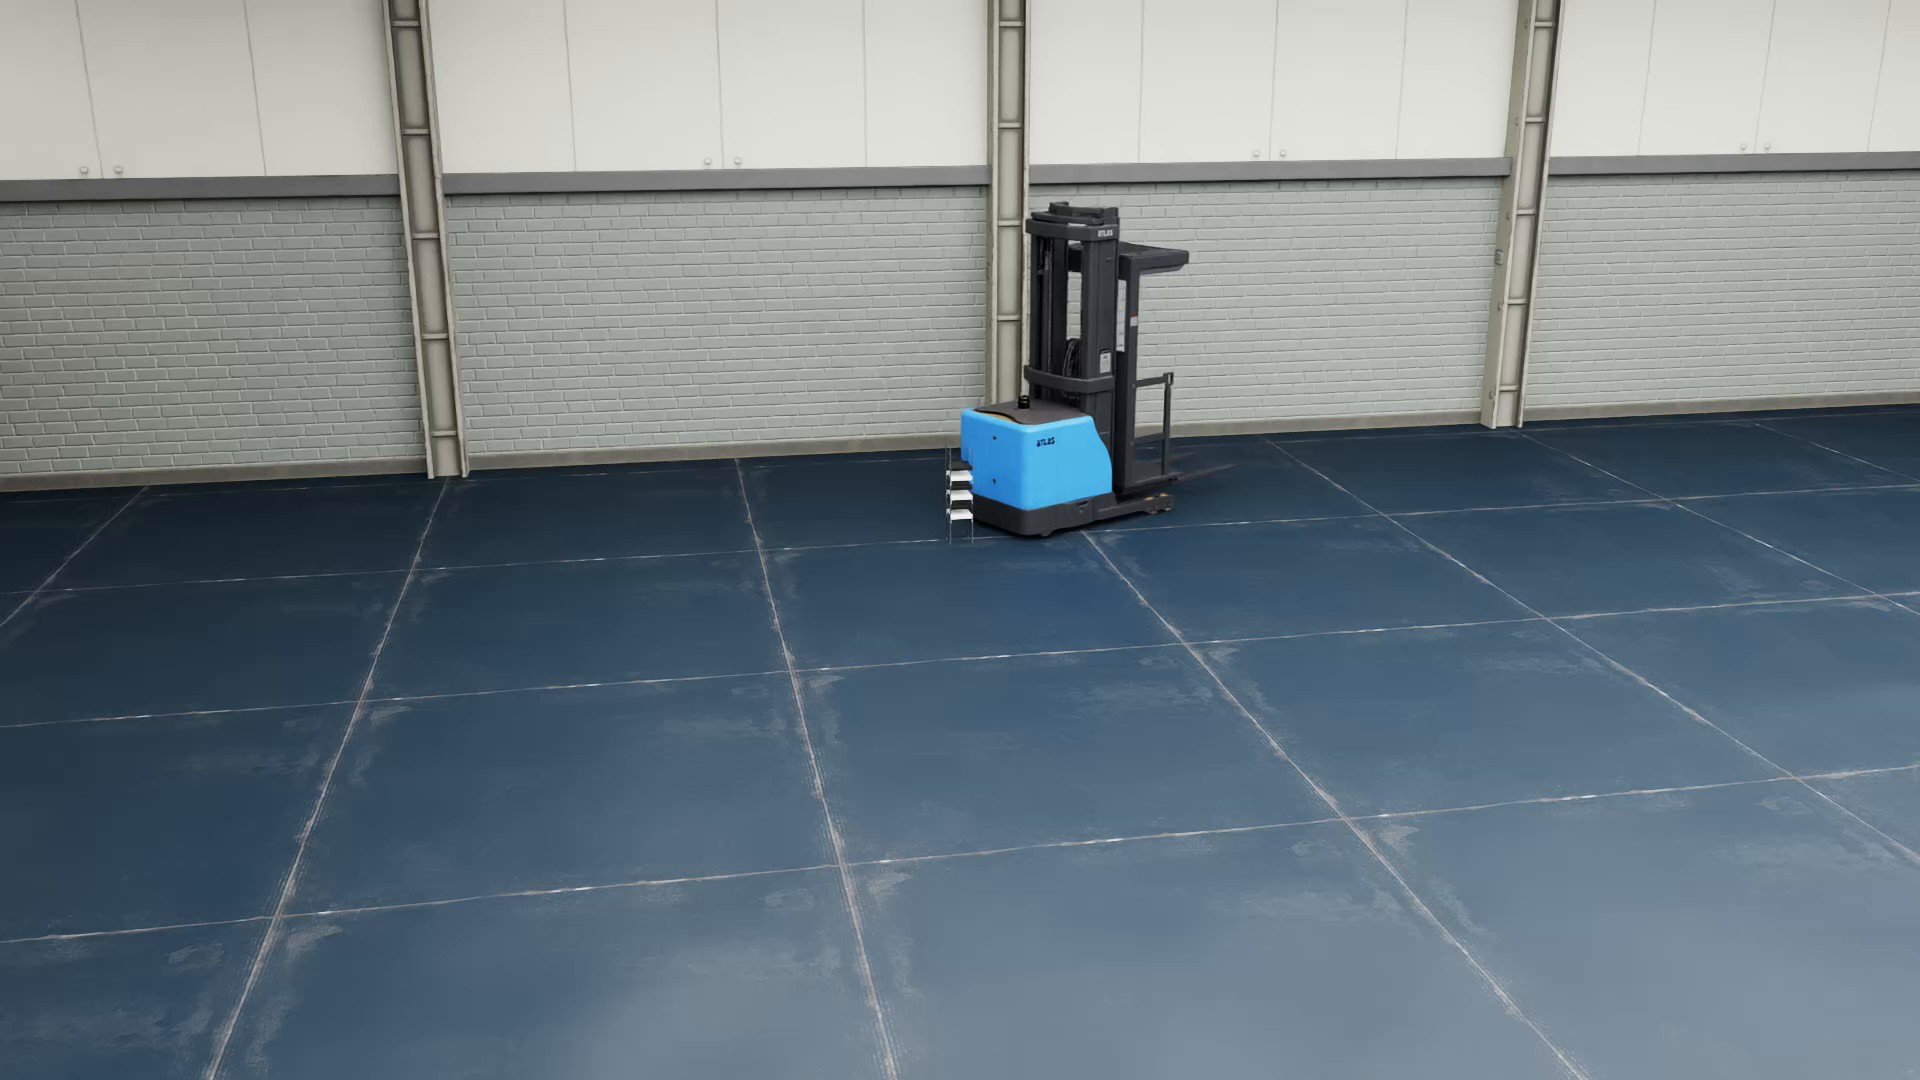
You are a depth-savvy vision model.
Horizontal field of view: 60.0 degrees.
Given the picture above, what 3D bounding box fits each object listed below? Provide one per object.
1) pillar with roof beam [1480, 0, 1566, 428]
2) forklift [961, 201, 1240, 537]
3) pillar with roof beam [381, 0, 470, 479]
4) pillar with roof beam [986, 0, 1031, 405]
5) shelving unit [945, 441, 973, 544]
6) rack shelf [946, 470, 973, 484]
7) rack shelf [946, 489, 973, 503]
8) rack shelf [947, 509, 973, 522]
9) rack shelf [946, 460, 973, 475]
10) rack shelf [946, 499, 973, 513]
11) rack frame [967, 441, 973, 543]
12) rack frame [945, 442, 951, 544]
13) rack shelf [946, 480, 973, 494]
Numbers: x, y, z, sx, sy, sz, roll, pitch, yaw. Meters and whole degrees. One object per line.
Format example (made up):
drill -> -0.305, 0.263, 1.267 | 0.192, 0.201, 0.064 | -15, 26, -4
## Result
pillar with roof beam -> 7.218, -4.425, 14.329 | 0.400, 9.000, 9.100 | -3, 17, -10
forklift -> 1.468, -1.758, 15.981 | 3.031, 2.935, 1.130 | -13, 21, -36
pillar with roof beam -> -4.564, -3.756, 12.153 | 0.400, 9.000, 9.100 | -3, 17, -10
pillar with roof beam -> 1.327, -4.090, 13.241 | 0.400, 9.000, 9.100 | -3, 17, -10
shelving unit -> -0.008, -0.430, 15.116 | 0.210, 0.900, 0.258 | -3, 17, -10
rack shelf -> -0.008, -0.570, 15.073 | 0.200, 0.077, 0.258 | -3, 17, -10
rack shelf -> -0.008, -0.398, 15.126 | 0.200, 0.077, 0.258 | -3, 17, -10
rack shelf -> -0.008, -0.226, 15.179 | 0.200, 0.077, 0.258 | -3, 17, -10
rack shelf -> -0.008, -0.656, 15.047 | 0.200, 0.077, 0.258 | -3, 17, -10
rack shelf -> -0.008, -0.312, 15.153 | 0.200, 0.077, 0.258 | -3, 17, -10
rack frame -> 0.092, -0.435, 15.135 | 0.006, 0.900, 0.240 | -3, 17, -10
rack frame -> -0.108, -0.424, 15.098 | 0.006, 0.900, 0.240 | -3, 17, -10
rack shelf -> -0.008, -0.484, 15.100 | 0.200, 0.077, 0.258 | -3, 17, -10
